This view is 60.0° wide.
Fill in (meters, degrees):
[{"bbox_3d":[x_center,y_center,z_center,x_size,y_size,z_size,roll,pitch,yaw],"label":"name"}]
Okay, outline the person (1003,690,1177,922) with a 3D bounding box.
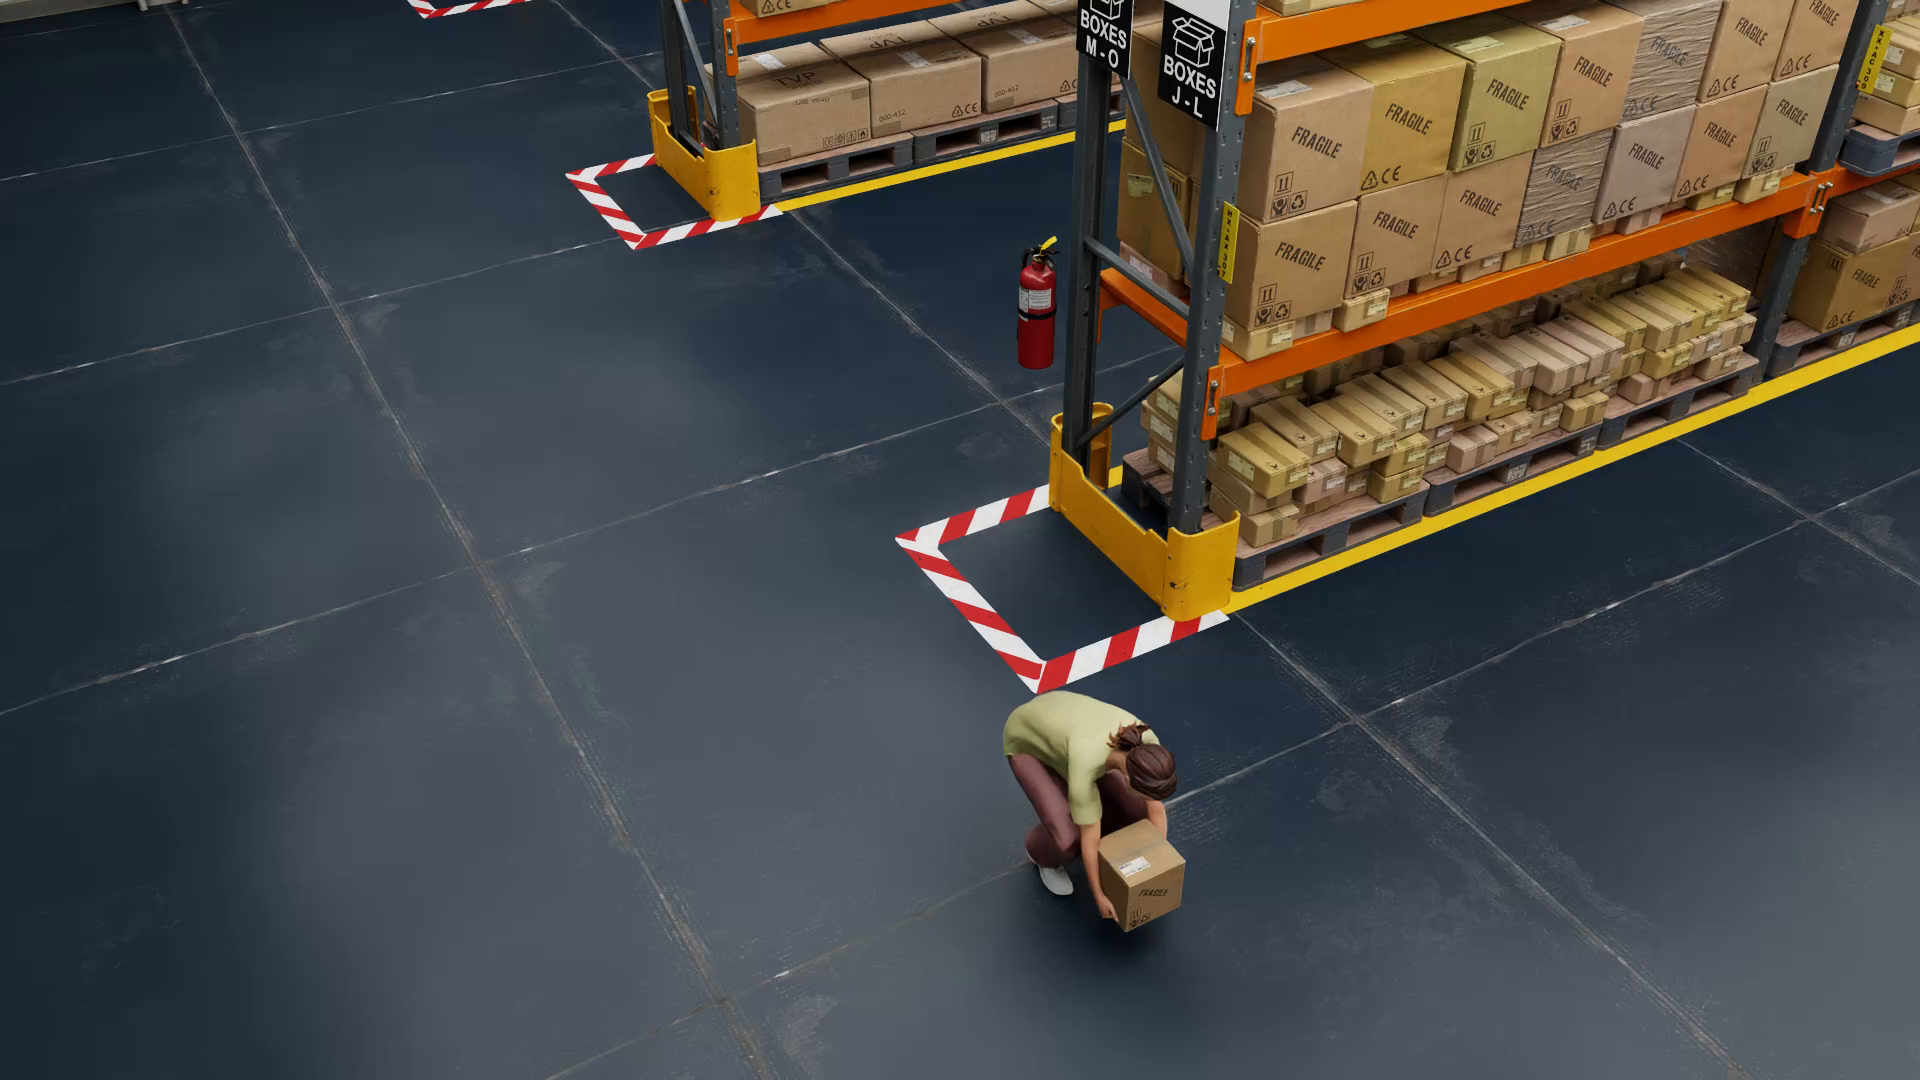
[{"bbox_3d":[0.495,0.955,6.284,0.456,0.928,0.830,-20,41,-25],"label":"person"}]
